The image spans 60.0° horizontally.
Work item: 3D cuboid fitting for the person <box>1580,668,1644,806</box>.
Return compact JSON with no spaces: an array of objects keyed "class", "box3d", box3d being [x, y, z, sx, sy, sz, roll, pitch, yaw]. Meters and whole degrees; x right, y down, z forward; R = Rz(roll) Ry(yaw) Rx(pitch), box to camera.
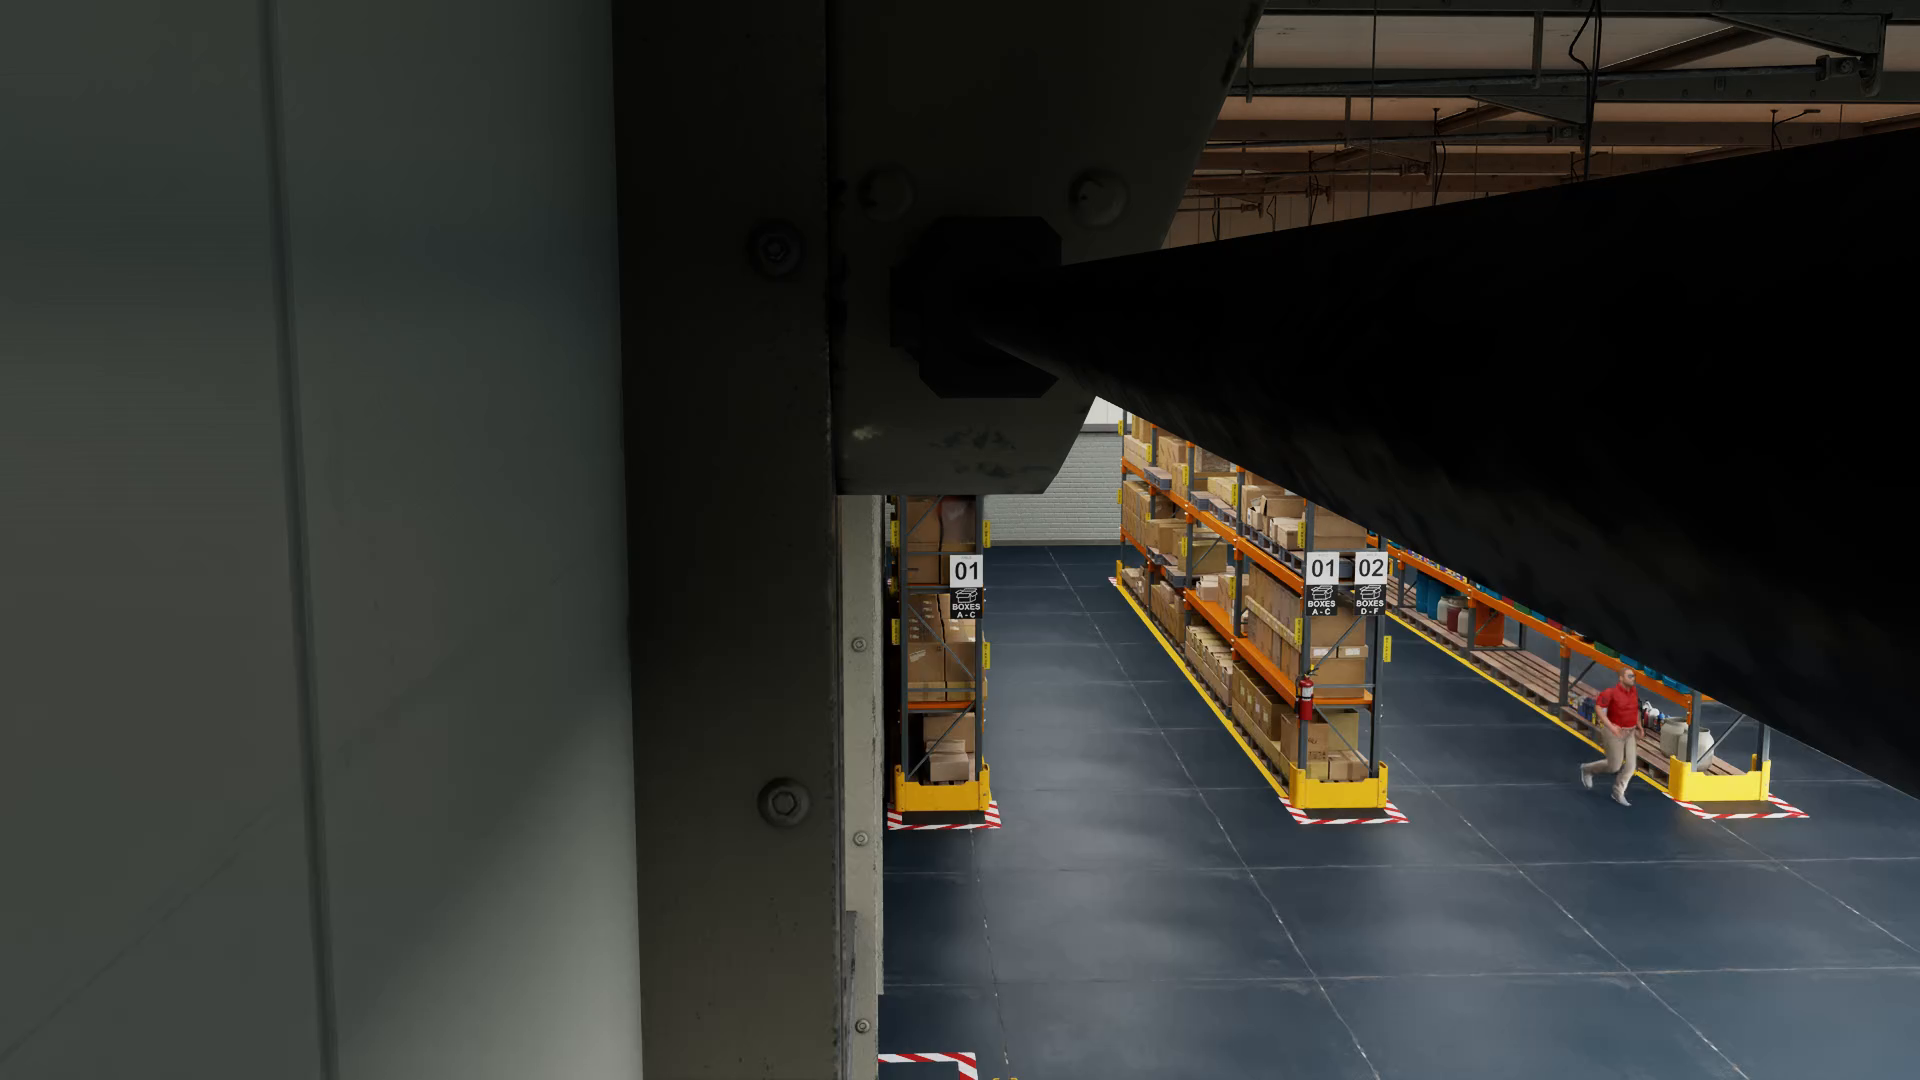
[{"class":"person","box3d":[8.283,2.450,20.970,0.698,1.730,0.678,-4,9,-27]}]
